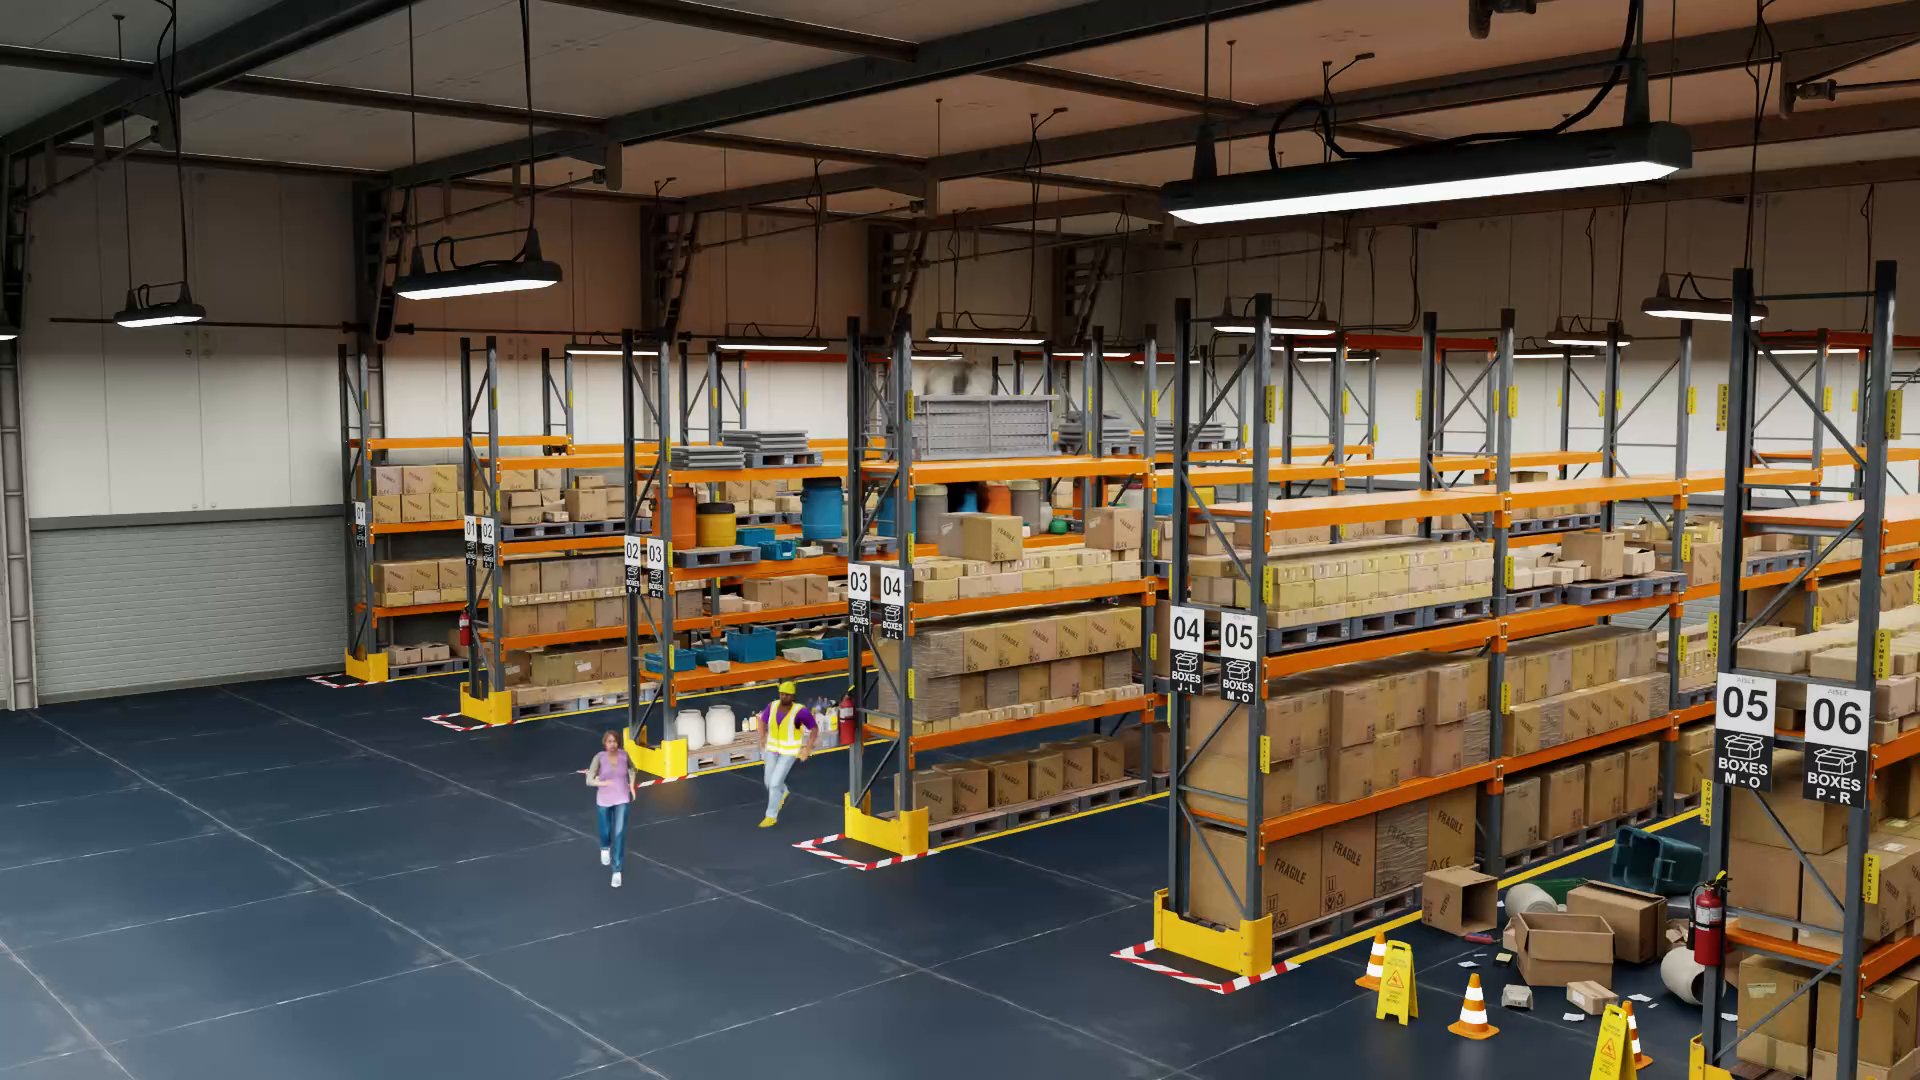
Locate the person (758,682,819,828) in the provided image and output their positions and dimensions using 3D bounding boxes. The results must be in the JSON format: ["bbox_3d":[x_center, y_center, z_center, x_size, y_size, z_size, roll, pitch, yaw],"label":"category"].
[{"bbox_3d":[-2.052,2.537,19.926,0.759,1.737,0.758,2,5,21],"label":"person"}]

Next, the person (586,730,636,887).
[{"bbox_3d":[-3.671,2.777,17.547,0.537,1.586,0.851,-2,5,-17],"label":"person"}]
